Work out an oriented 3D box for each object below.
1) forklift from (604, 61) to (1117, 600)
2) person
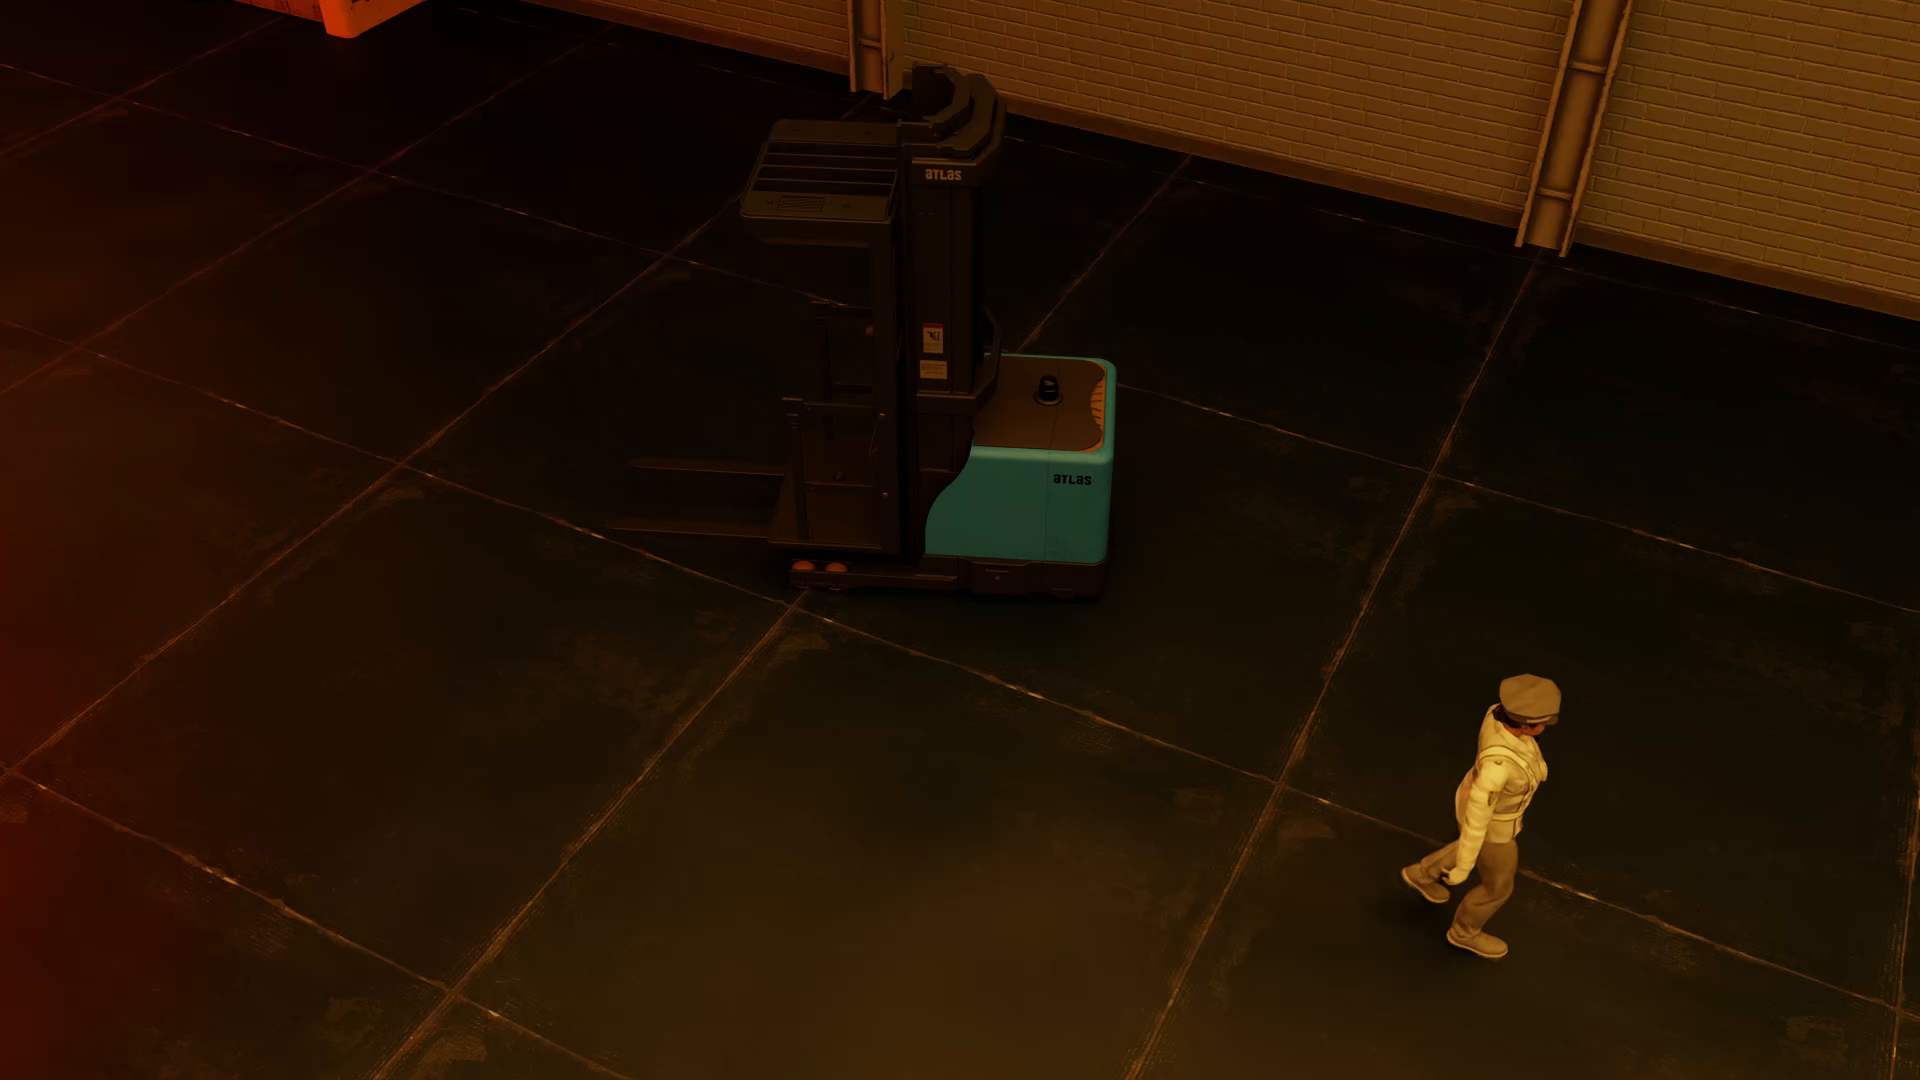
[{"bbox_3d":[-0.606,-1.157,9.360,3.031,2.935,1.130,3,40,4],"label":"forklift"},{"bbox_3d":[2.374,1.250,7.505,0.555,1.648,0.721,8,41,10],"label":"person"}]
